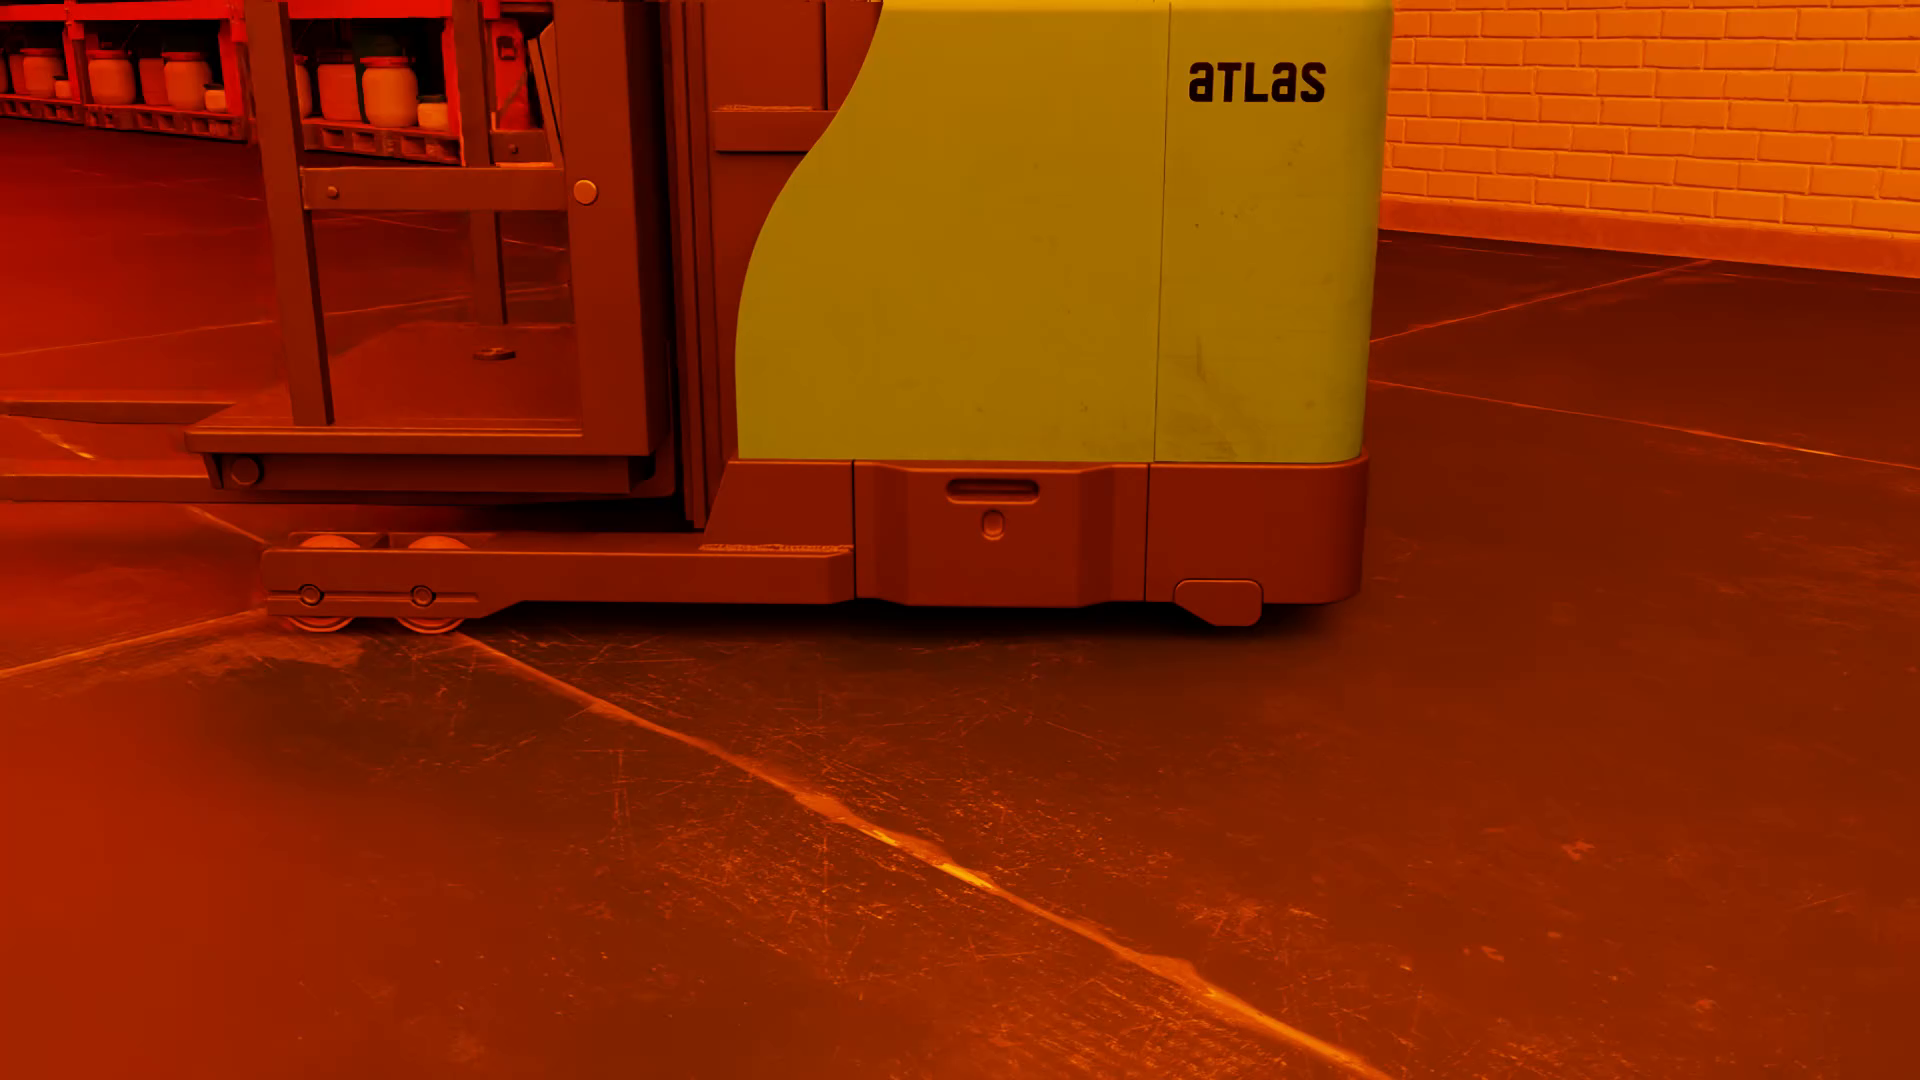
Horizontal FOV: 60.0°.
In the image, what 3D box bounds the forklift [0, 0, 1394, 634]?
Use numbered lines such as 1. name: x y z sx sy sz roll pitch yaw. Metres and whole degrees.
1. forklift: -0.804 -1.393 2.938 3.031 2.935 1.130 1 17 2
